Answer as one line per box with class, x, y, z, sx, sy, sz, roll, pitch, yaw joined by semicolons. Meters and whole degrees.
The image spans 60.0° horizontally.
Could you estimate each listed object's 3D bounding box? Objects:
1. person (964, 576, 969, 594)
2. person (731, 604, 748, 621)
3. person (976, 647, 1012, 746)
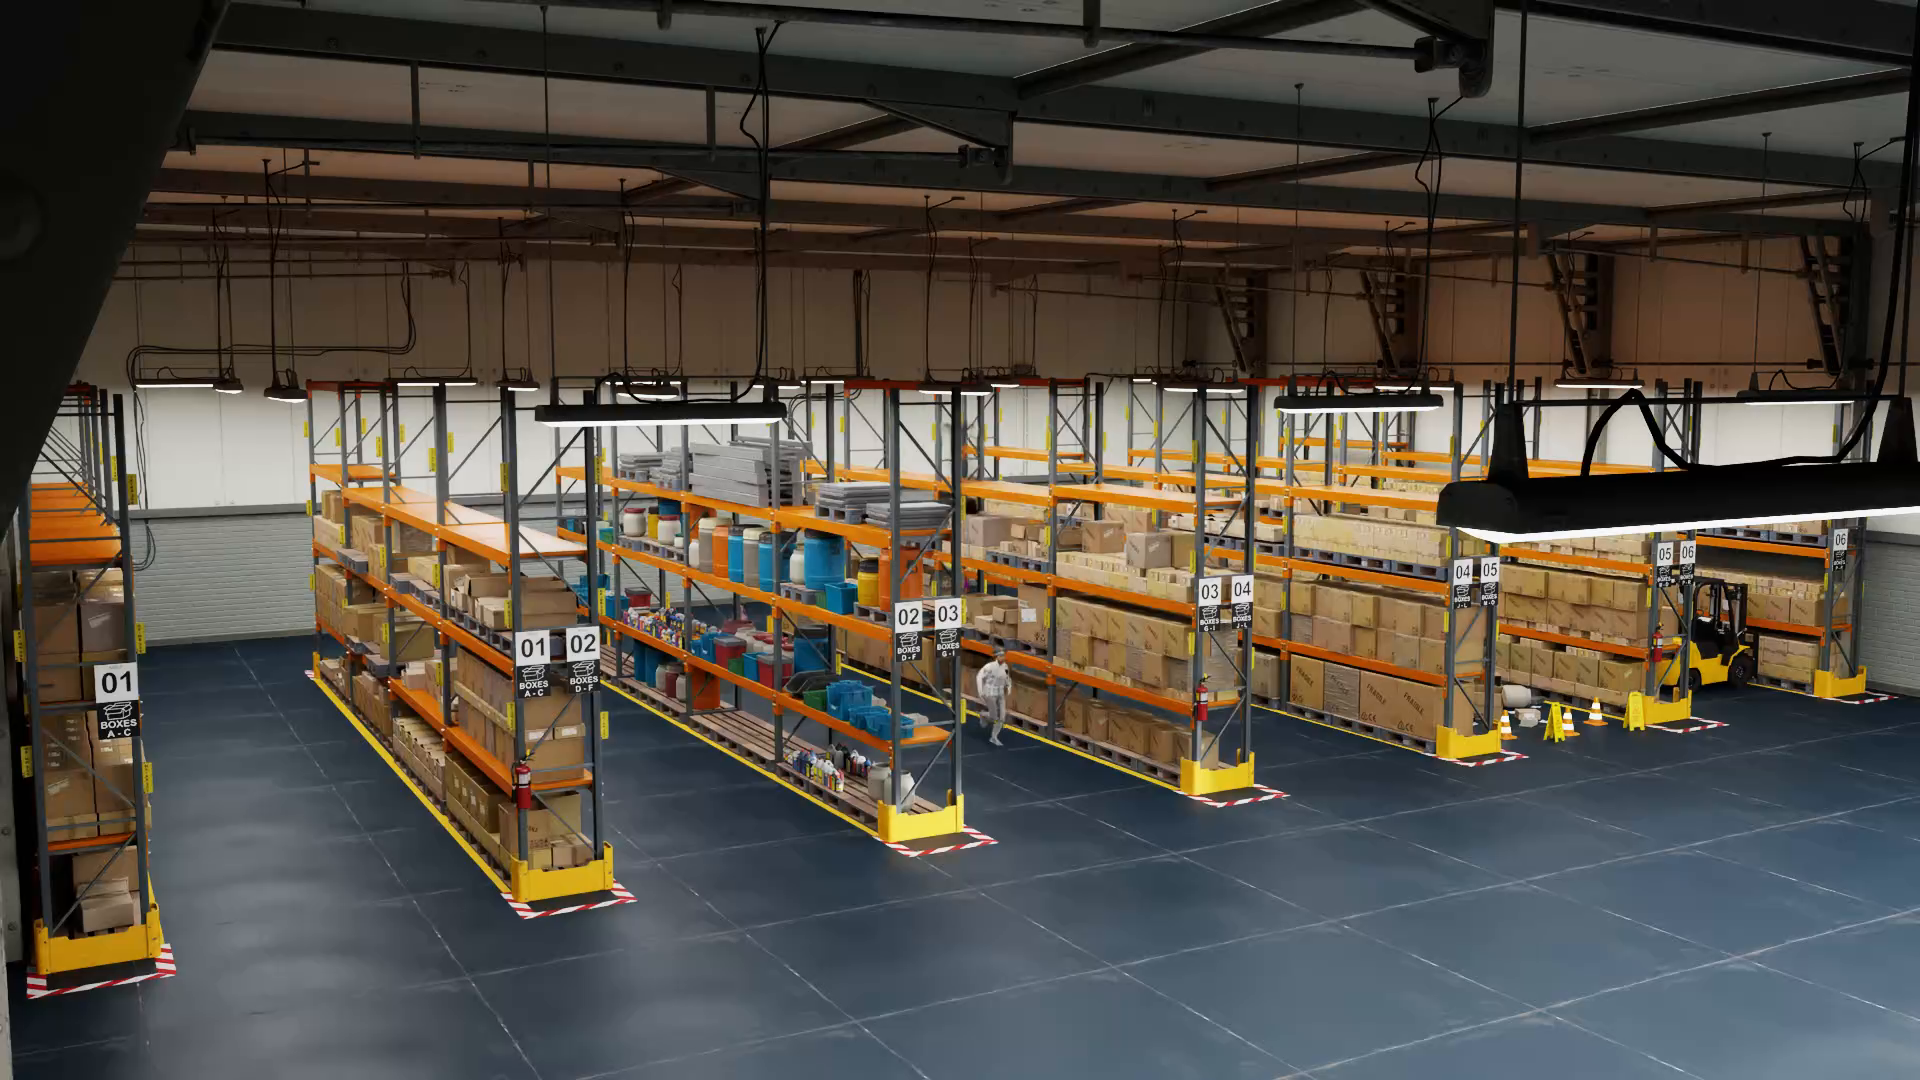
person;-0.076;1.399;38.226;0.677;1.729;0.603;-2;7;-22
person;-4.398;2.035;33.151;0.527;1.555;0.588;-5;8;-41
person;0.560;2.587;27.775;0.648;1.655;0.665;-4;7;-33
